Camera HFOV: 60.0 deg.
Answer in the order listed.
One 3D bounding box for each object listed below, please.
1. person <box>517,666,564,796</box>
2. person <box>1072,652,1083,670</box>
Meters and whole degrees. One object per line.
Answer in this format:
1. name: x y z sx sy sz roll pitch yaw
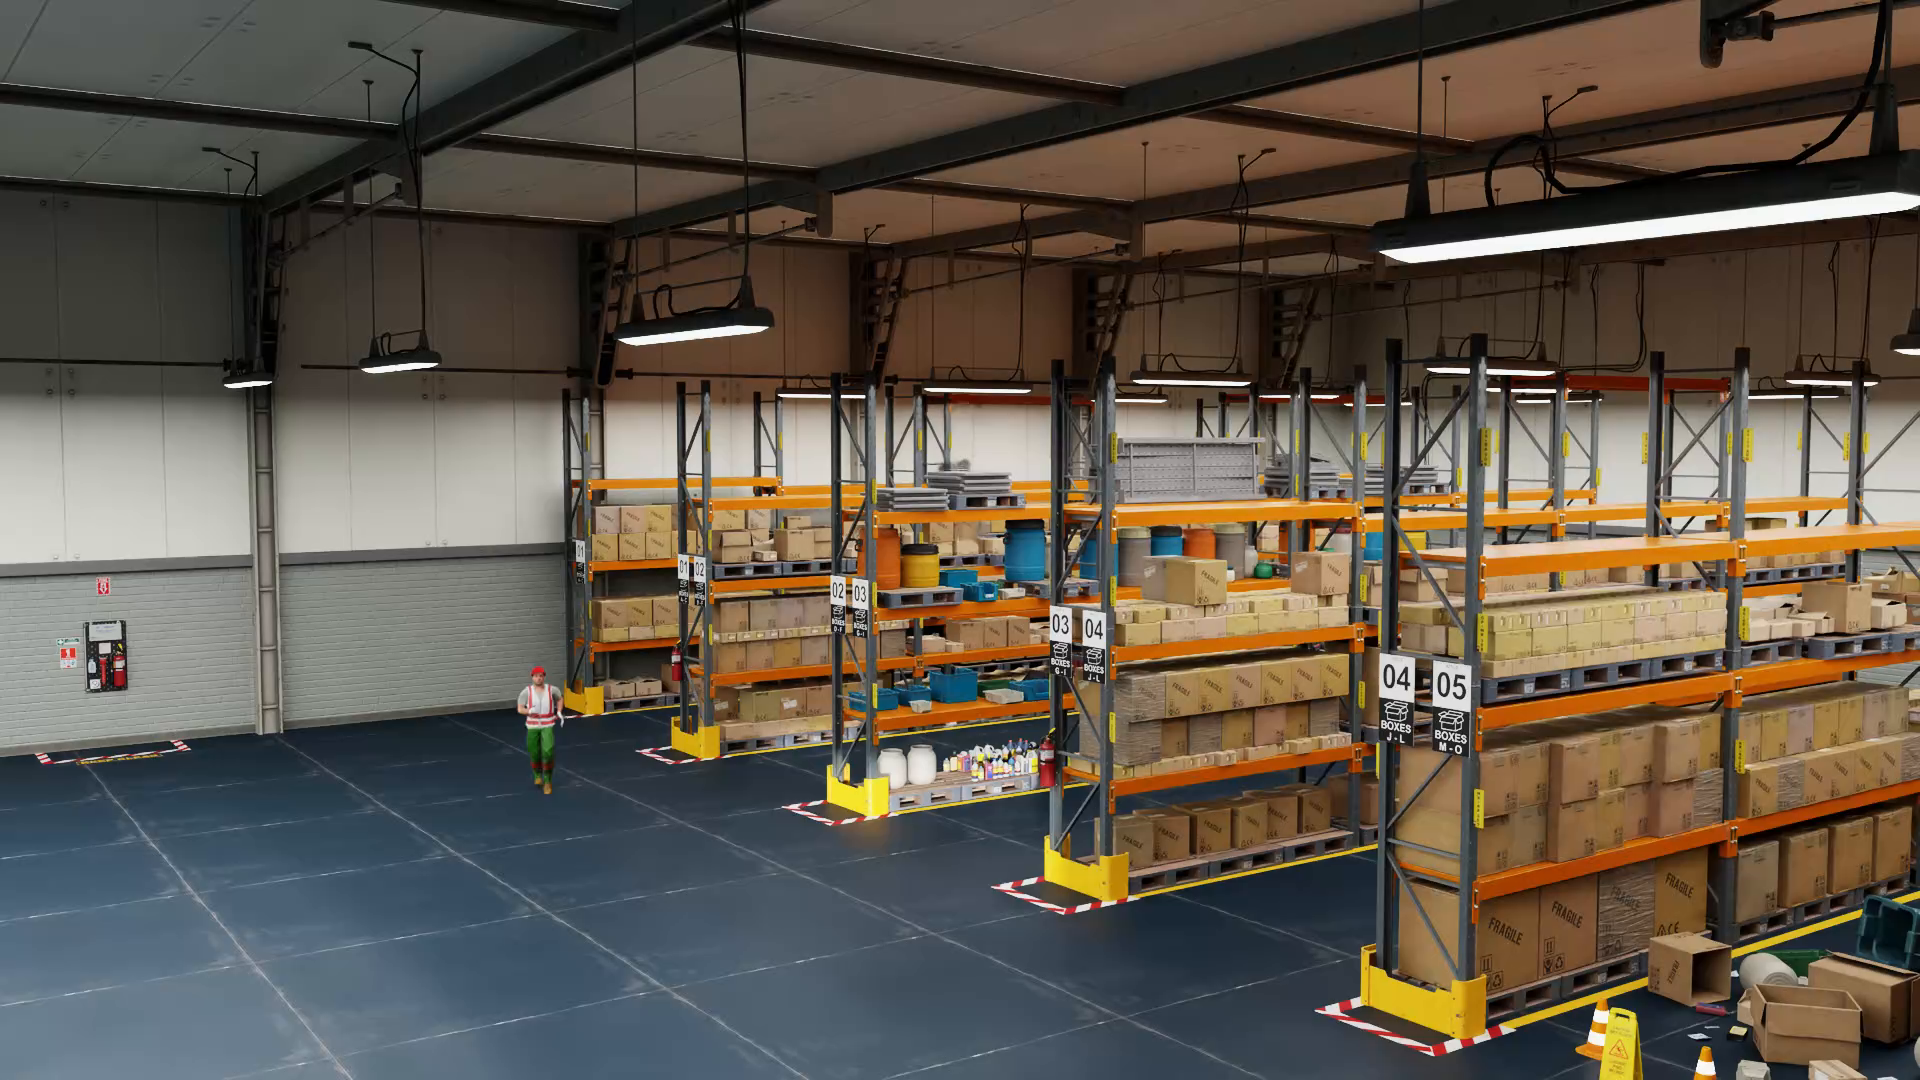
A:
1. person: -6.032 2.732 23.939 0.641 1.842 0.777 -1 4 -11
2. person: 2.450 2.123 34.549 0.826 1.694 0.618 -3 5 -41
